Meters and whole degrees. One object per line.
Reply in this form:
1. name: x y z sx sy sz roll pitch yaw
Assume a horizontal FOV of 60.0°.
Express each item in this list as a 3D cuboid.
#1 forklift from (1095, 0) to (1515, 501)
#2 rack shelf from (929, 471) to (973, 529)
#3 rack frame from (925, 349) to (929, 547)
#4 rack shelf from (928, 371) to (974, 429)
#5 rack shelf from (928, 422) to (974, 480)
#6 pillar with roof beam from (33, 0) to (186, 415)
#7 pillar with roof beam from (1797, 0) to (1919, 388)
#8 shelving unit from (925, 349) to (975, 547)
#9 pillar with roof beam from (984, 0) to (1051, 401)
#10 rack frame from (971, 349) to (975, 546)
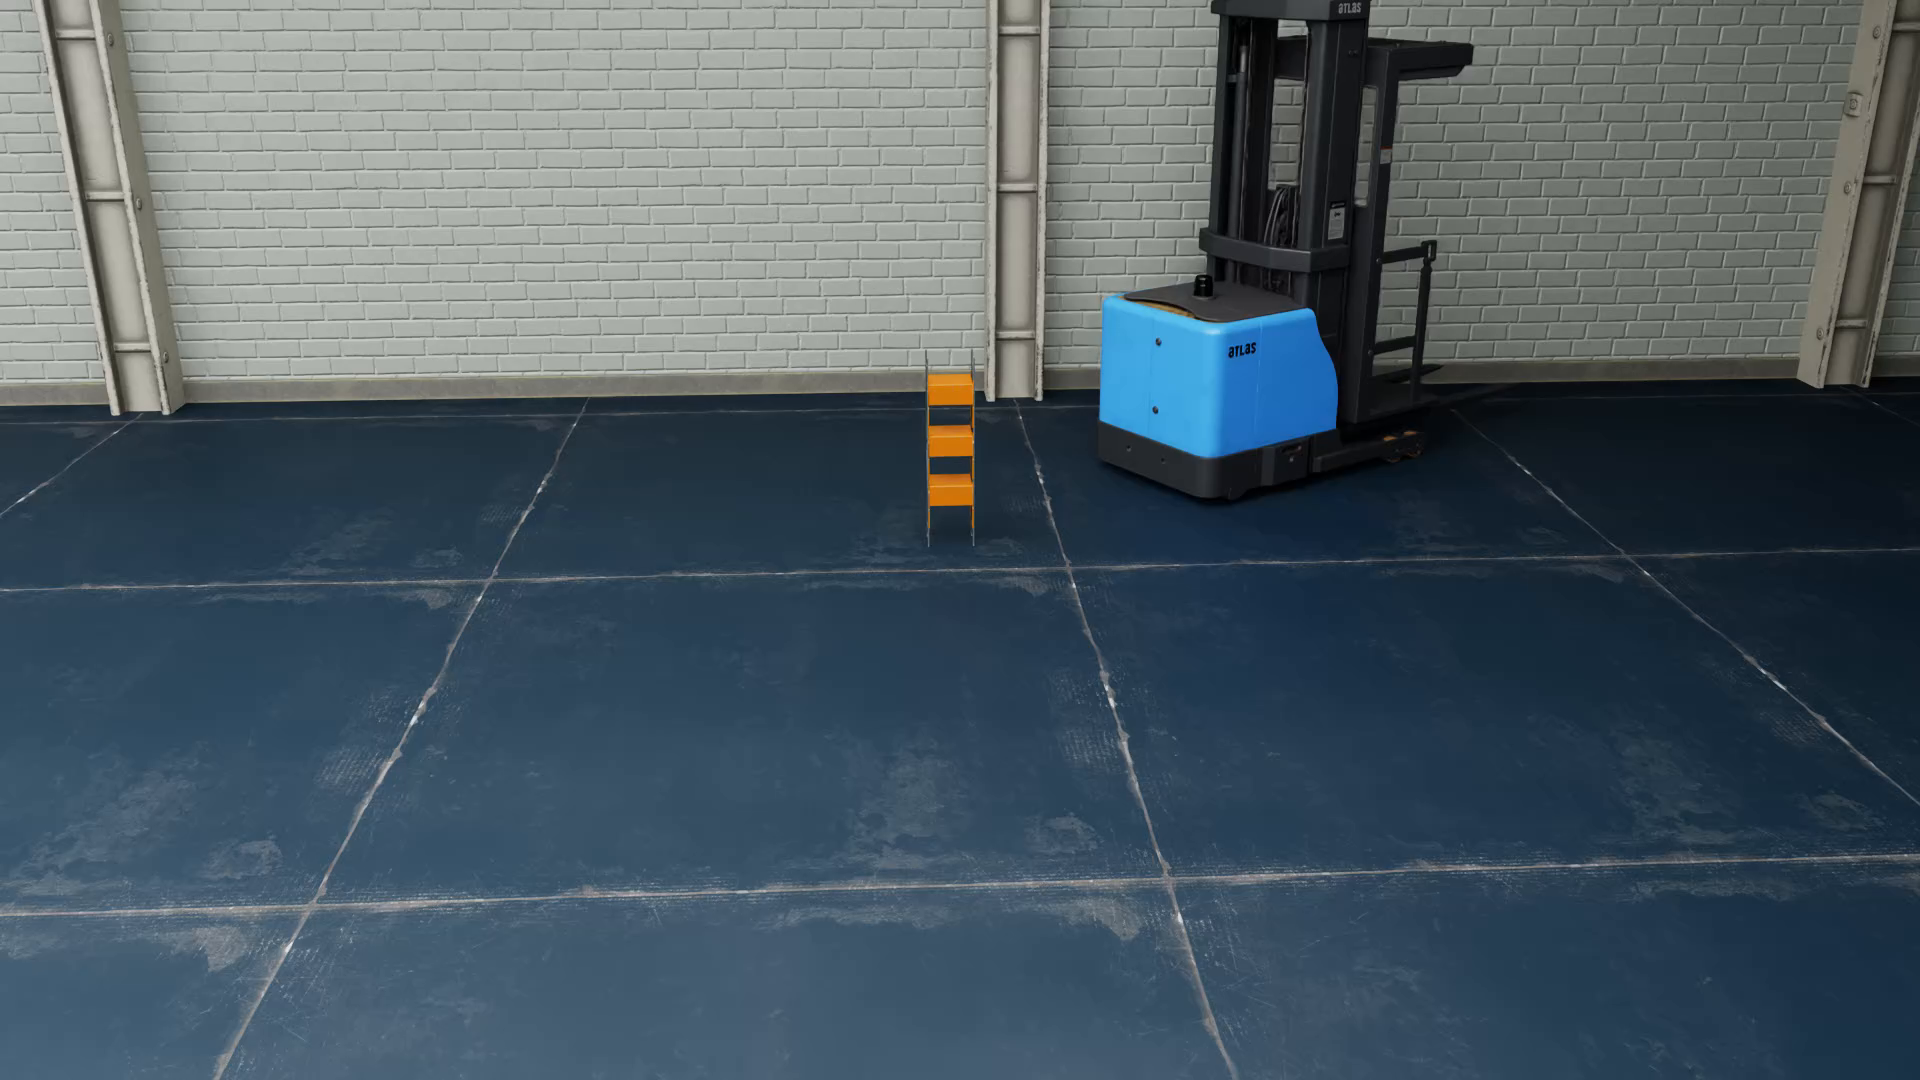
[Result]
1. forklift: 2.332 -1.992 10.233 3.031 2.935 1.130 -14 25 -33
2. rack shelf: -0.053 -0.220 9.034 0.240 0.259 0.215 -1 21 -3
3. rack frame: -0.175 -0.487 8.925 0.008 1.050 0.200 -1 21 -3
4. rack shelf: -0.053 -0.745 8.834 0.240 0.259 0.215 -1 21 -3
5. rack shelf: -0.053 -0.480 8.935 0.240 0.259 0.215 -1 21 -3
6. pillar with roof beam: -5.365 -3.588 5.897 0.400 9.000 9.100 -1 21 -3
7. pillar with roof beam: 6.615 -3.831 6.537 0.400 9.000 9.100 -1 21 -3
8. shelving unit: -0.053 -0.490 8.931 0.252 1.050 0.215 -1 21 -3
9. pillar with roof beam: 0.625 -3.710 6.217 0.400 9.000 9.100 -1 21 -3
10. rack frame: 0.068 -0.492 8.938 0.008 1.050 0.200 -1 21 -3
